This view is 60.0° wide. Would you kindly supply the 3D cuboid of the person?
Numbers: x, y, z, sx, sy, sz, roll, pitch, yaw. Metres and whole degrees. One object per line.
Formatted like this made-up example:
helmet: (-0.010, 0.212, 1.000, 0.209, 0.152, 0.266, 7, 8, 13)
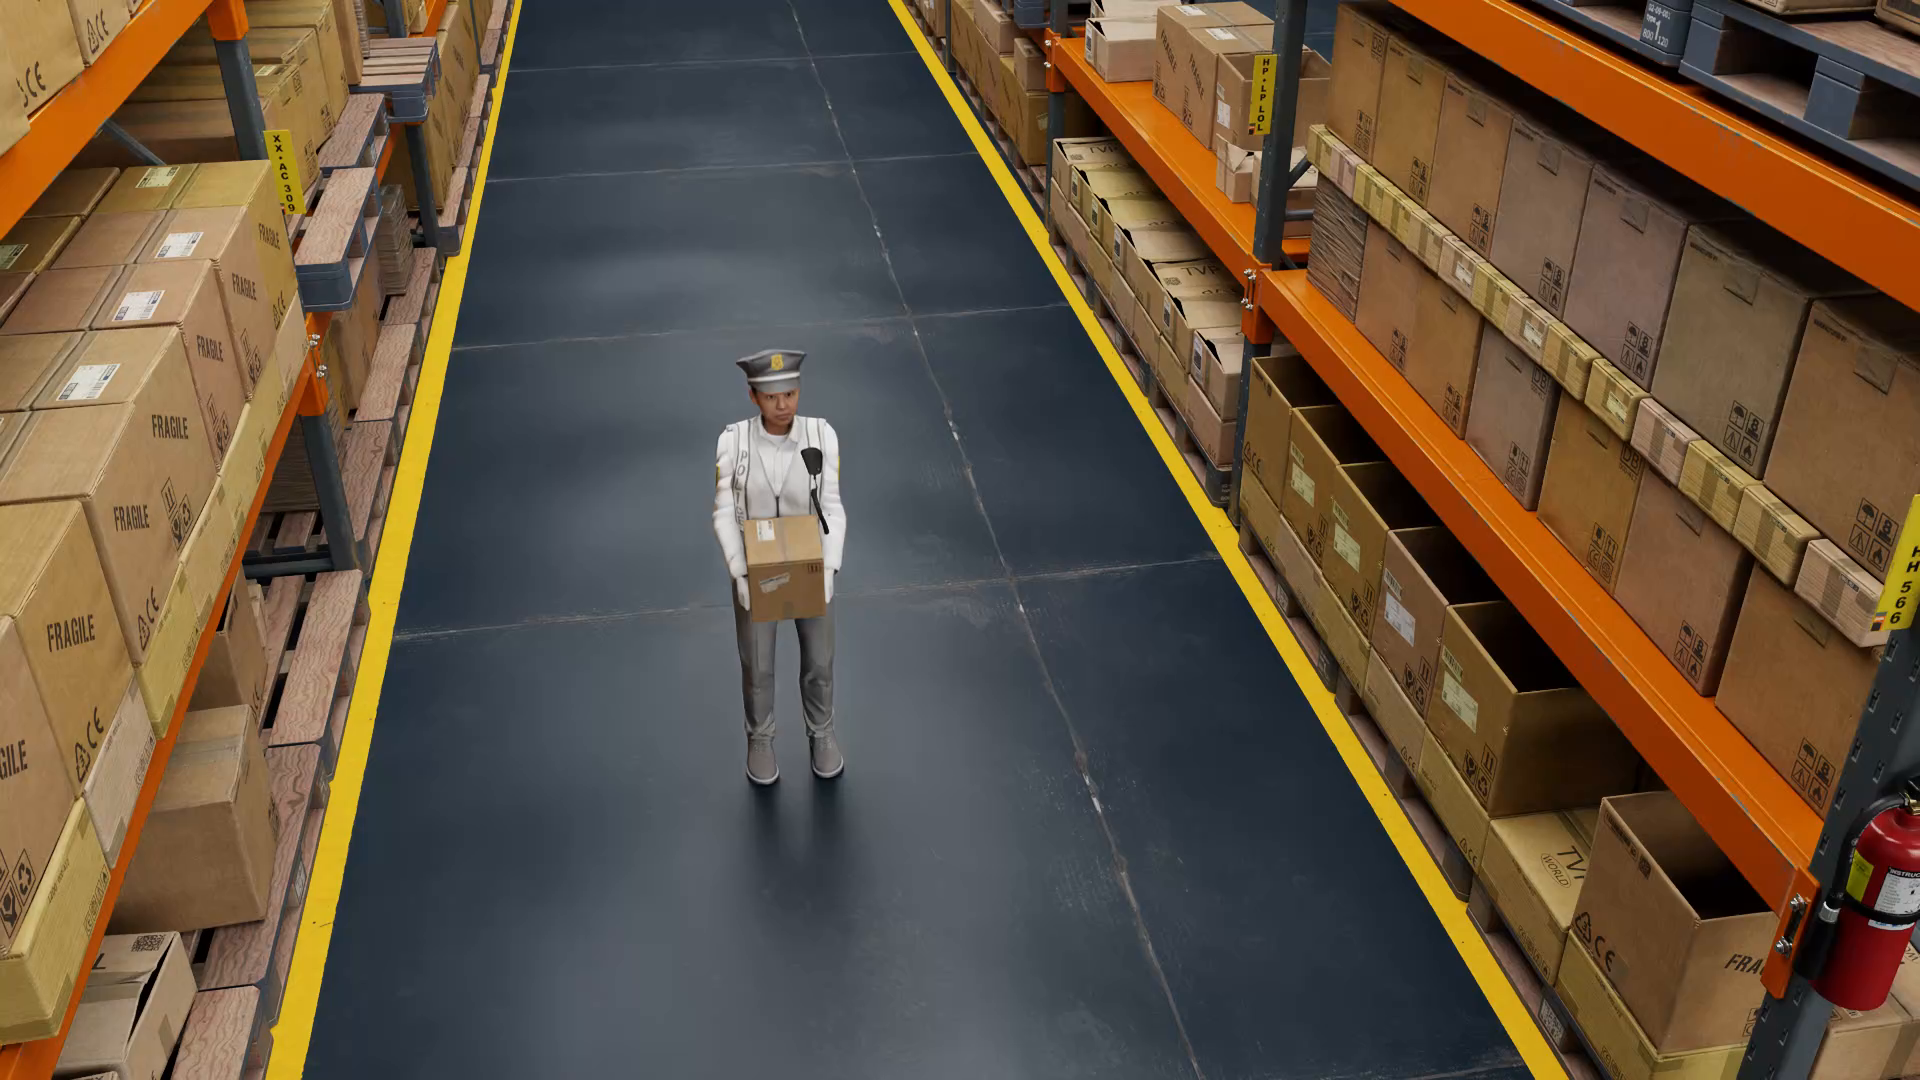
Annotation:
person: (-0.624, 0.135, 5.883, 0.459, 1.686, 0.556, -5, 31, -8)
